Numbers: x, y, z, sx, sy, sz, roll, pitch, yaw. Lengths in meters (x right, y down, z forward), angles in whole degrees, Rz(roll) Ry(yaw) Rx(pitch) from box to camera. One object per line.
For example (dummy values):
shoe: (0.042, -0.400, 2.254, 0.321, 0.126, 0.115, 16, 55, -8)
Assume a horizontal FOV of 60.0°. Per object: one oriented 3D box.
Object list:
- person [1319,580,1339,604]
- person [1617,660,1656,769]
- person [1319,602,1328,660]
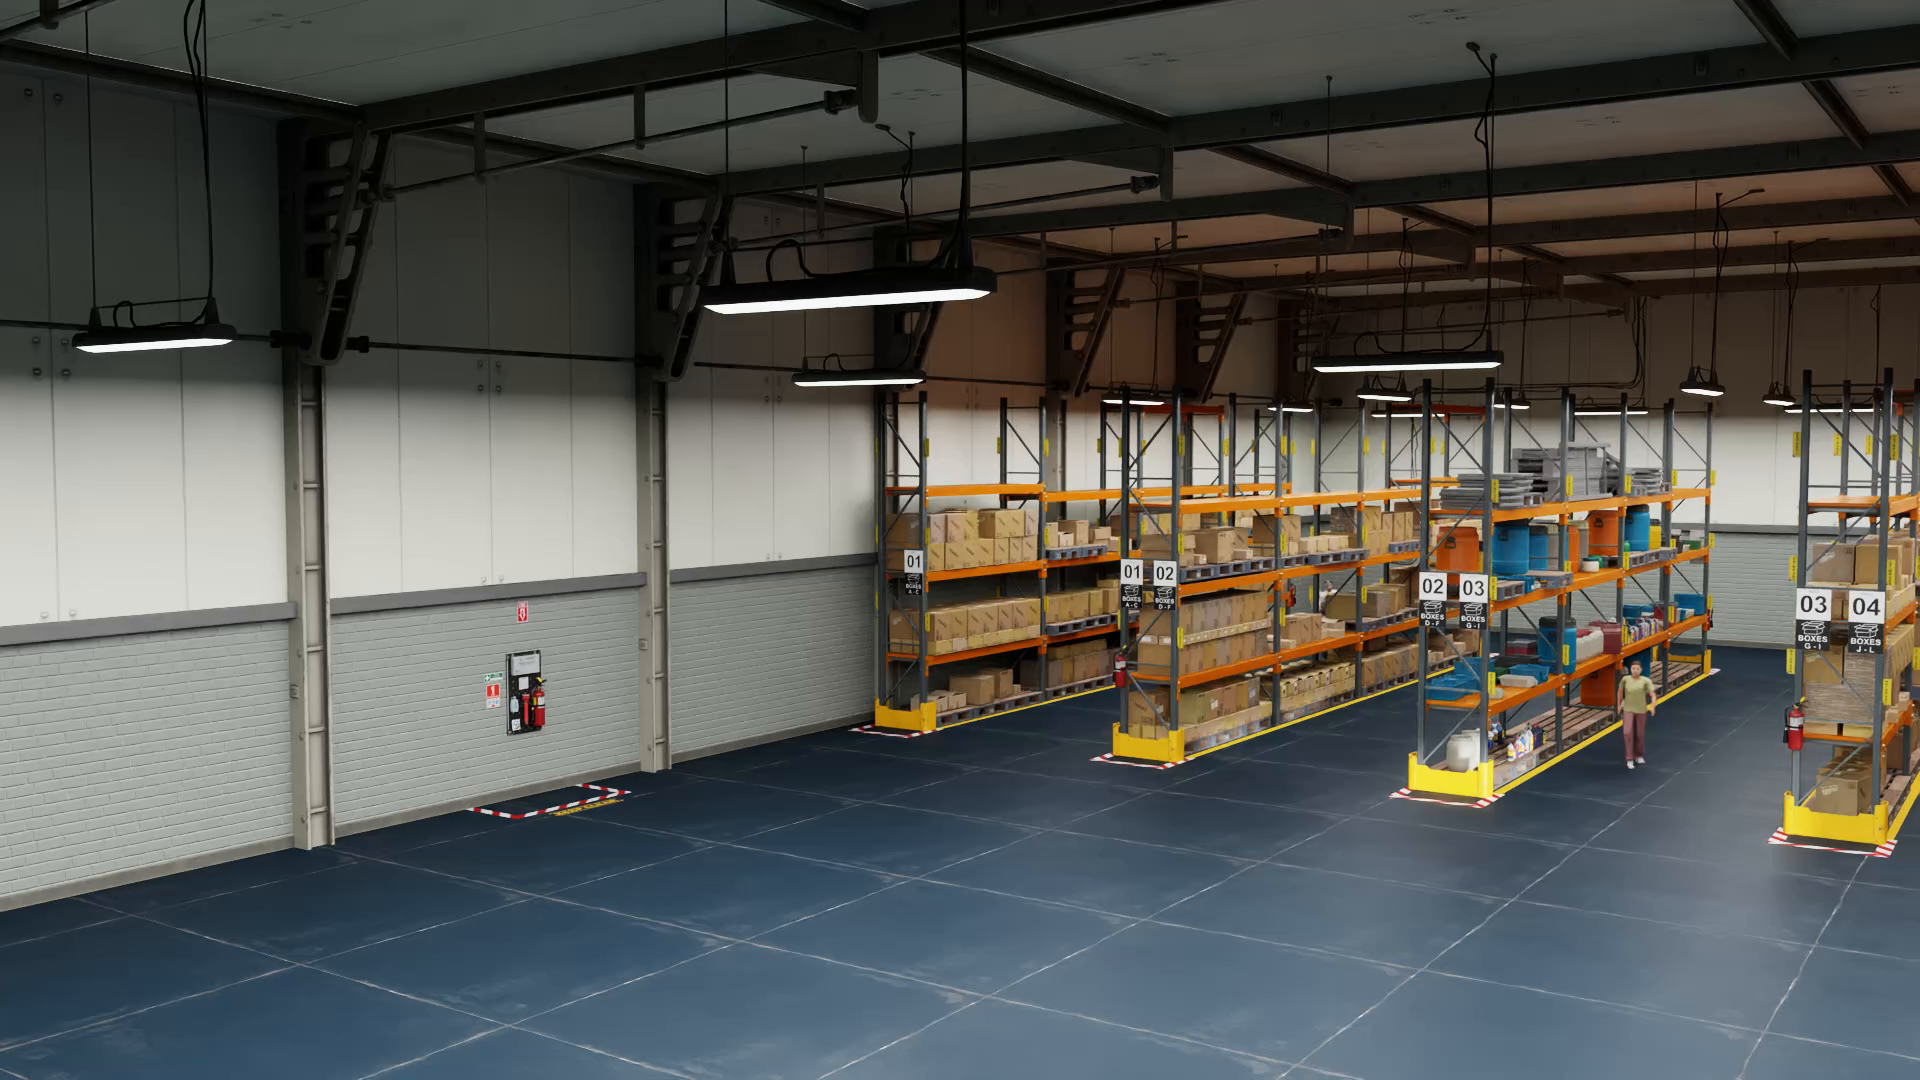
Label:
person: (9.528, 1.830, 42.636, 0.623, 1.623, 0.457, 0, 3, -5)
person: (10.654, 2.725, 26.206, 0.581, 1.686, 0.684, 2, 4, 25)
person: (8.232, 2.158, 37.242, 0.607, 1.563, 0.737, 3, 4, 44)
